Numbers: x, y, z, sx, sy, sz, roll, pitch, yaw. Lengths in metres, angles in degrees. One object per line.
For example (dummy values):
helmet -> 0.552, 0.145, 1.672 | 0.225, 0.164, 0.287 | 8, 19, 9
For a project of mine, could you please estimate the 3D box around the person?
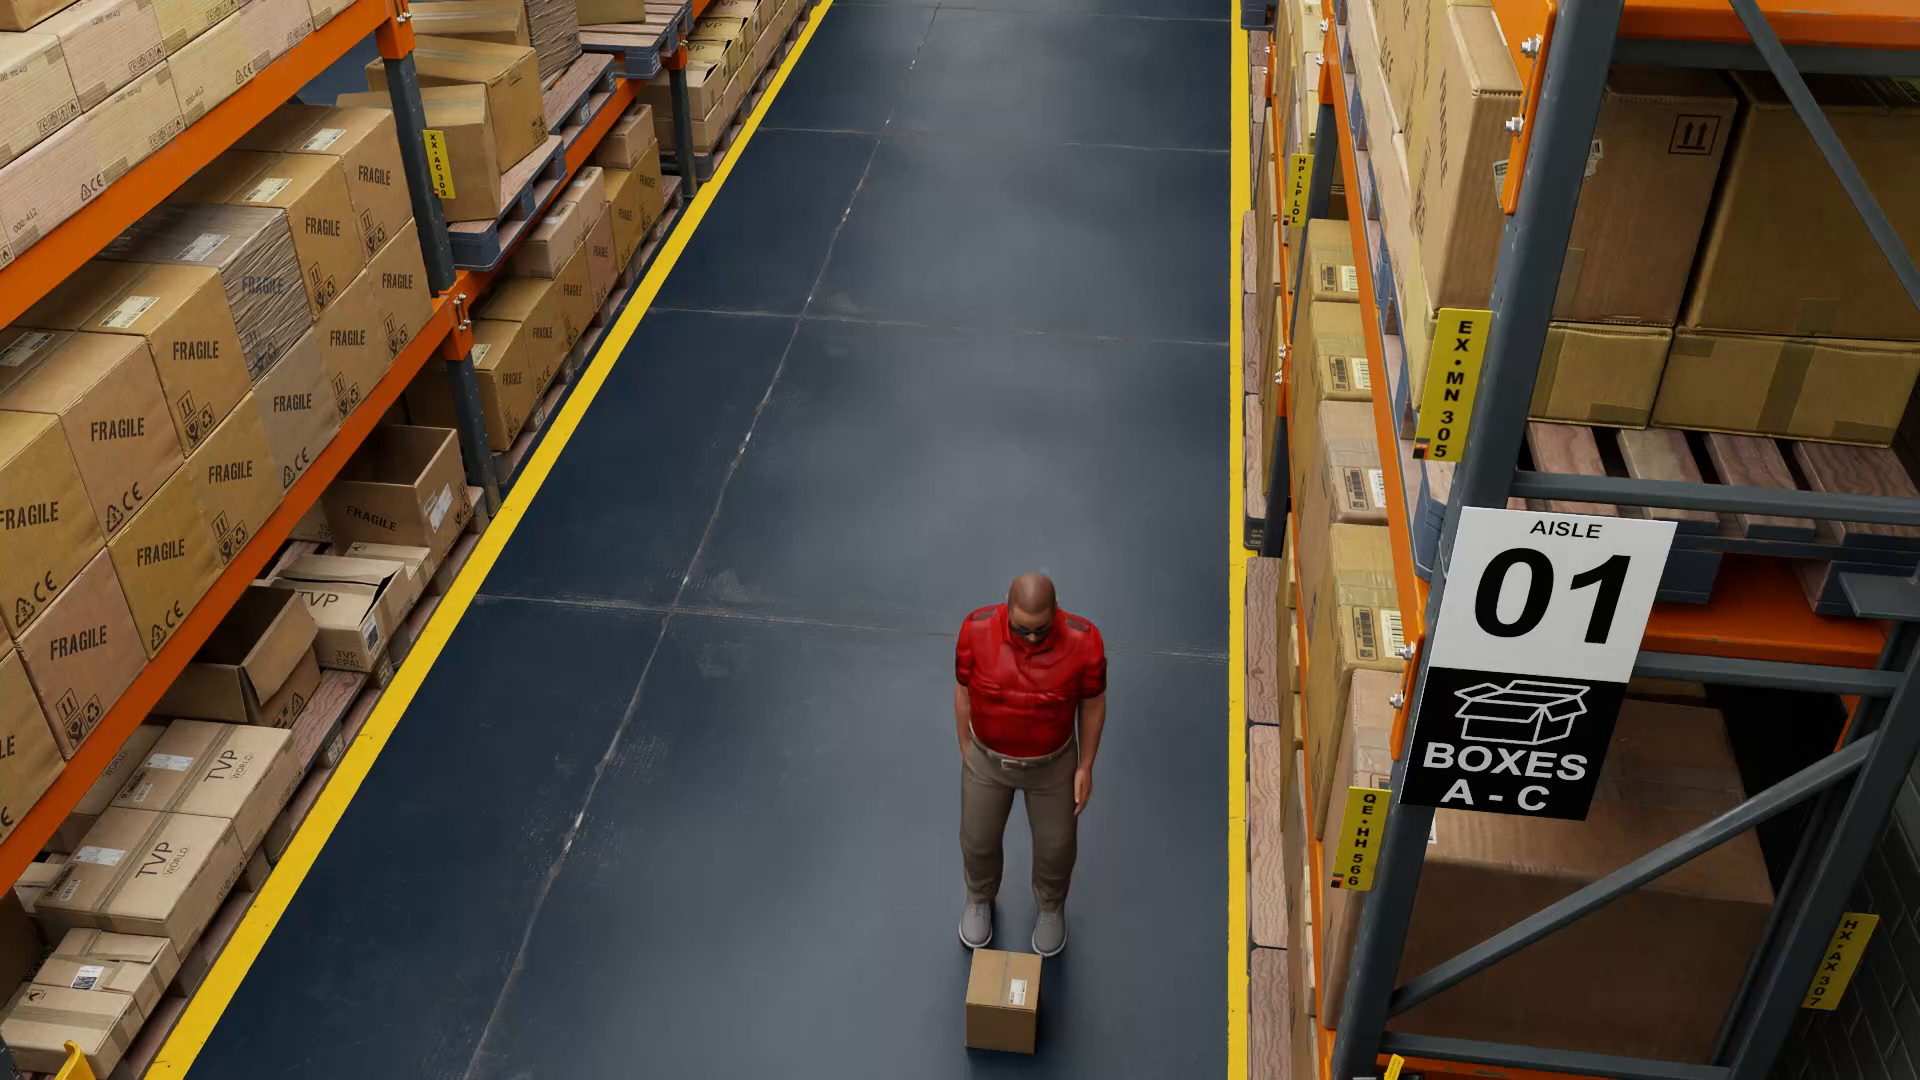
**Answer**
person -> 0.239, 0.834, 5.996 | 0.538, 1.627, 0.340 | 5, 36, 7
